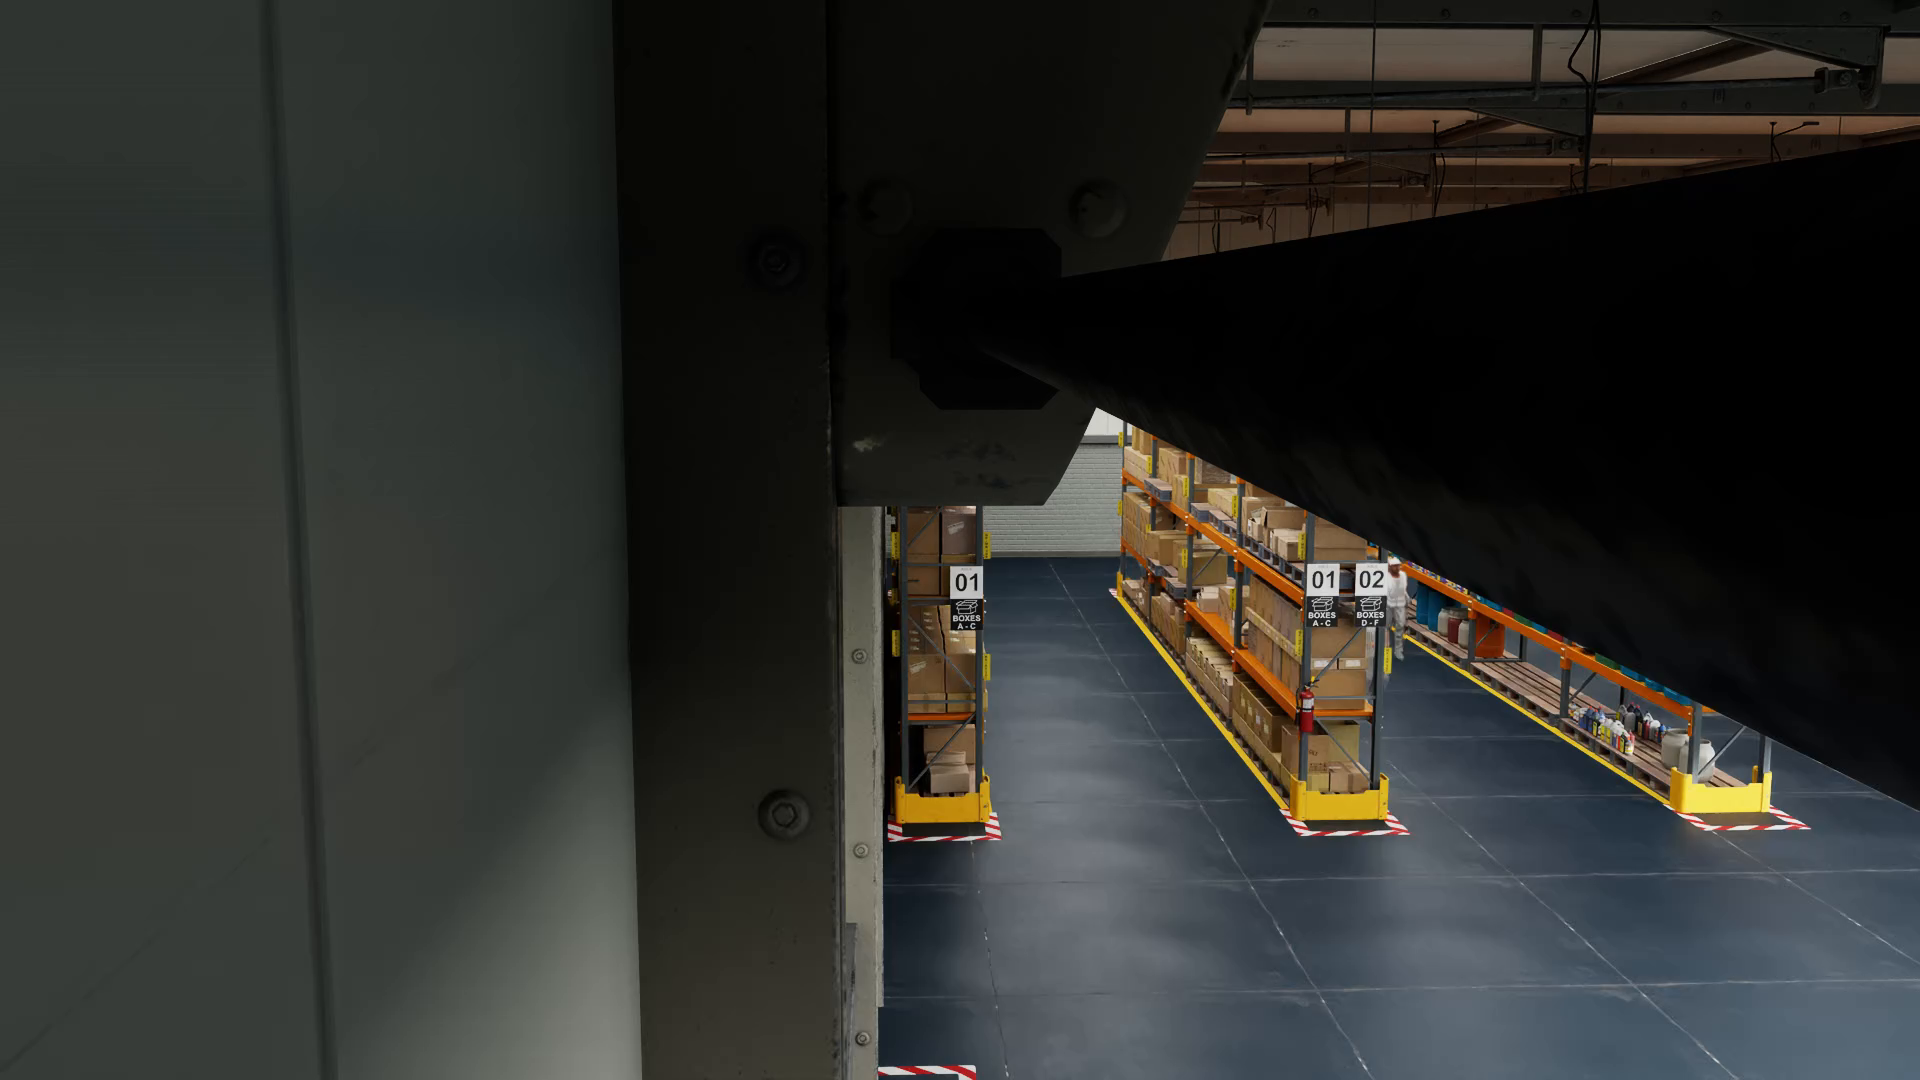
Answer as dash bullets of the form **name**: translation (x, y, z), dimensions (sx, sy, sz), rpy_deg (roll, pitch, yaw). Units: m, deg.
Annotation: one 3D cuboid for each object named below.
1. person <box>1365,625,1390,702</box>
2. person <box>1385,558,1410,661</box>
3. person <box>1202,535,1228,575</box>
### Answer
- **person**: translation (6.552, 1.841, 26.303), dimensions (0.571, 1.678, 0.713), rpy_deg (-1, 8, -6)
- **person**: translation (7.862, 1.211, 30.206), dimensions (0.683, 1.807, 0.985), rpy_deg (-1, 8, -4)
- **person**: translation (5.550, 0.360, 36.457), dimensions (0.679, 1.723, 0.571), rpy_deg (-3, 9, -23)
